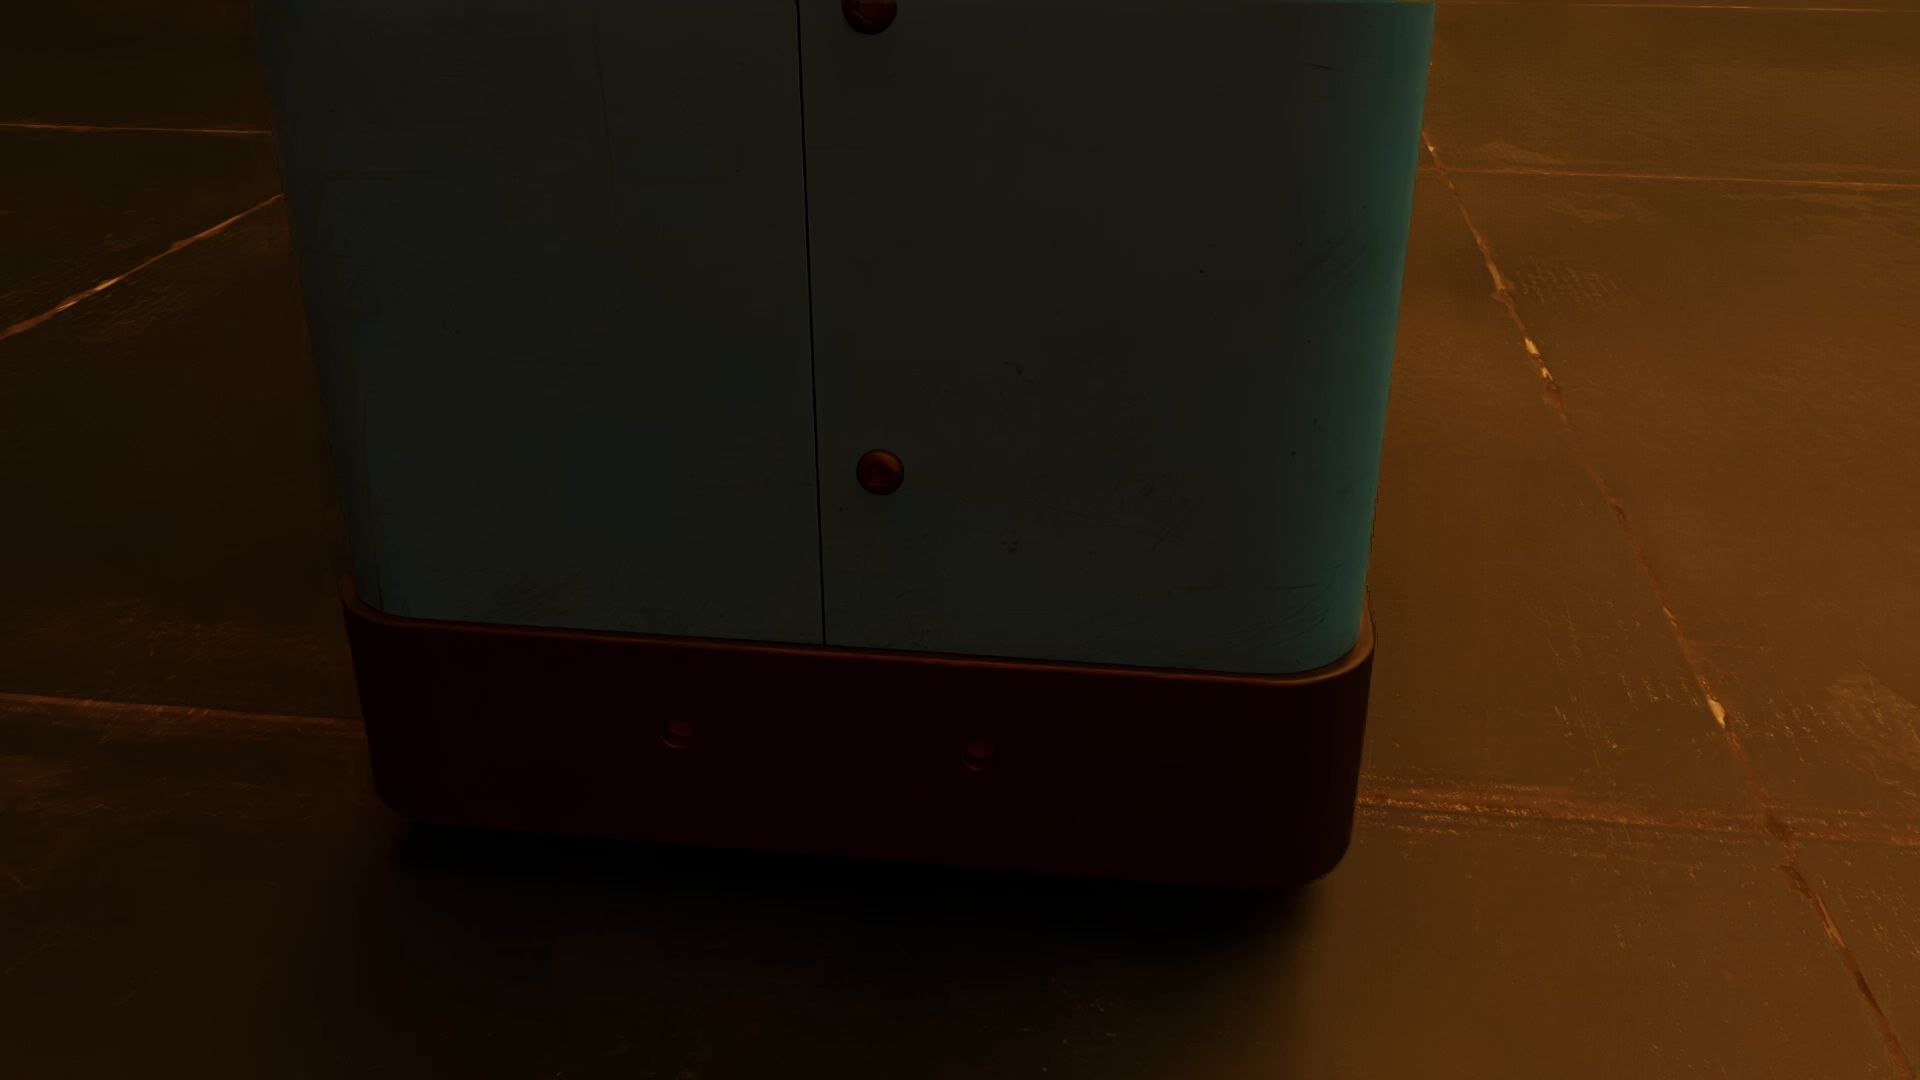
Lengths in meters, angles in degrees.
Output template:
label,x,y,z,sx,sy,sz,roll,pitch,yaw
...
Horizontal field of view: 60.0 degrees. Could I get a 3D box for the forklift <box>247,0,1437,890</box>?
label,x,y,z,sx,sy,sz,roll,pitch,yaw
forklift,0.063,-1.595,2.414,1.130,2.935,3.031,3,27,7
